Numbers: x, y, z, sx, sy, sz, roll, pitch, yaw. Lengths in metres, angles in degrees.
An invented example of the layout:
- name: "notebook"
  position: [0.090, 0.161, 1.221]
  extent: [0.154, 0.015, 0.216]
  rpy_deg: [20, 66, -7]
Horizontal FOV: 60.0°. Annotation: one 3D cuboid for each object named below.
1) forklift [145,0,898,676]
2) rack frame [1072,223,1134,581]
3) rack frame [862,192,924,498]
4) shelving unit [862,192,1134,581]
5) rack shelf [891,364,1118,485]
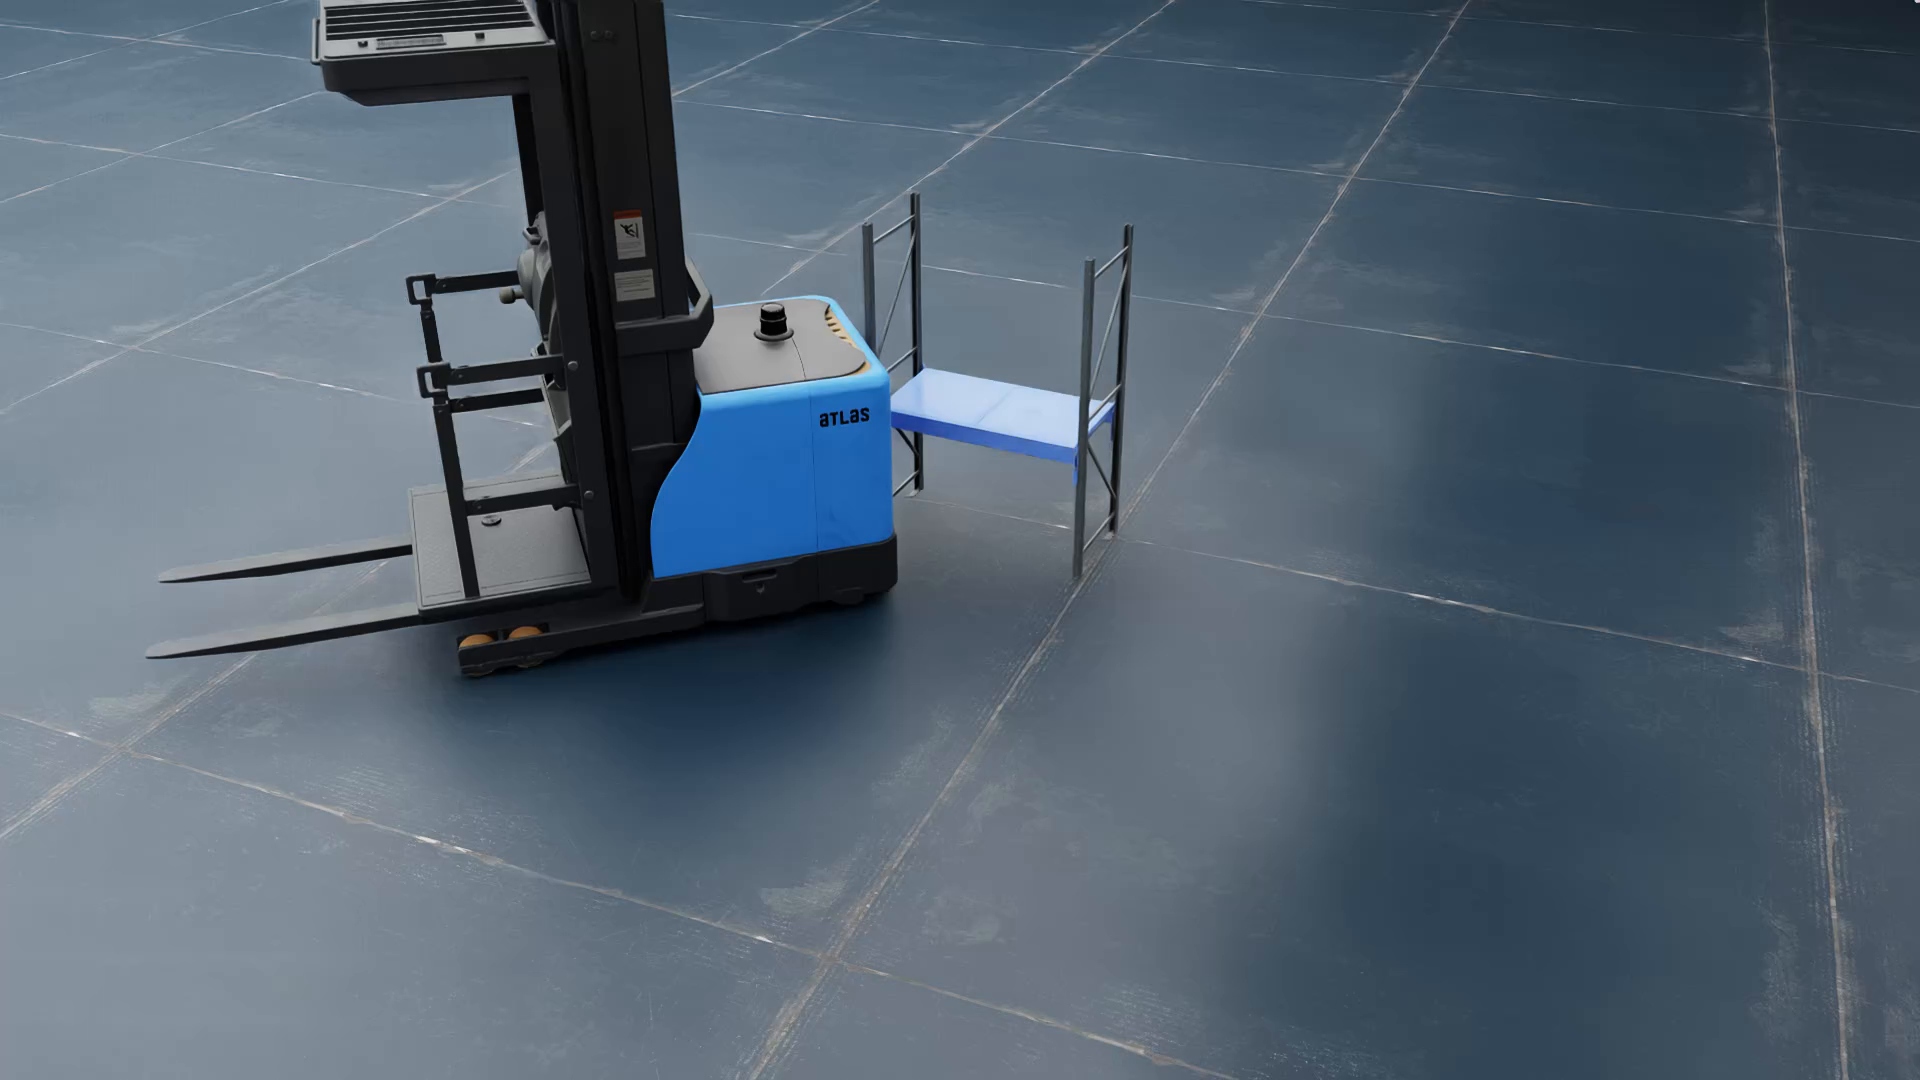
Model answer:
- name: "forklift"
  position: [-1.848, -1.015, 6.567]
  extent: [3.031, 2.935, 1.130]
  rpy_deg: [-9, 31, -16]
- name: "rack frame"
  position: [0.622, -0.586, 7.263]
  extent: [0.032, 1.500, 0.500]
  rpy_deg: [13, 32, 22]
- name: "rack frame"
  position: [-0.298, -0.799, 7.639]
  extent: [0.032, 1.500, 0.500]
  rpy_deg: [13, 32, 22]
- name: "shelving unit"
  position: [0.162, -0.693, 7.451]
  extent: [1.048, 1.500, 0.538]
  rpy_deg: [13, 32, 22]
- name: "rack shelf"
  position: [0.162, -0.536, 7.540]
  extent: [1.000, 0.185, 0.538]
  rpy_deg: [13, 32, 22]
